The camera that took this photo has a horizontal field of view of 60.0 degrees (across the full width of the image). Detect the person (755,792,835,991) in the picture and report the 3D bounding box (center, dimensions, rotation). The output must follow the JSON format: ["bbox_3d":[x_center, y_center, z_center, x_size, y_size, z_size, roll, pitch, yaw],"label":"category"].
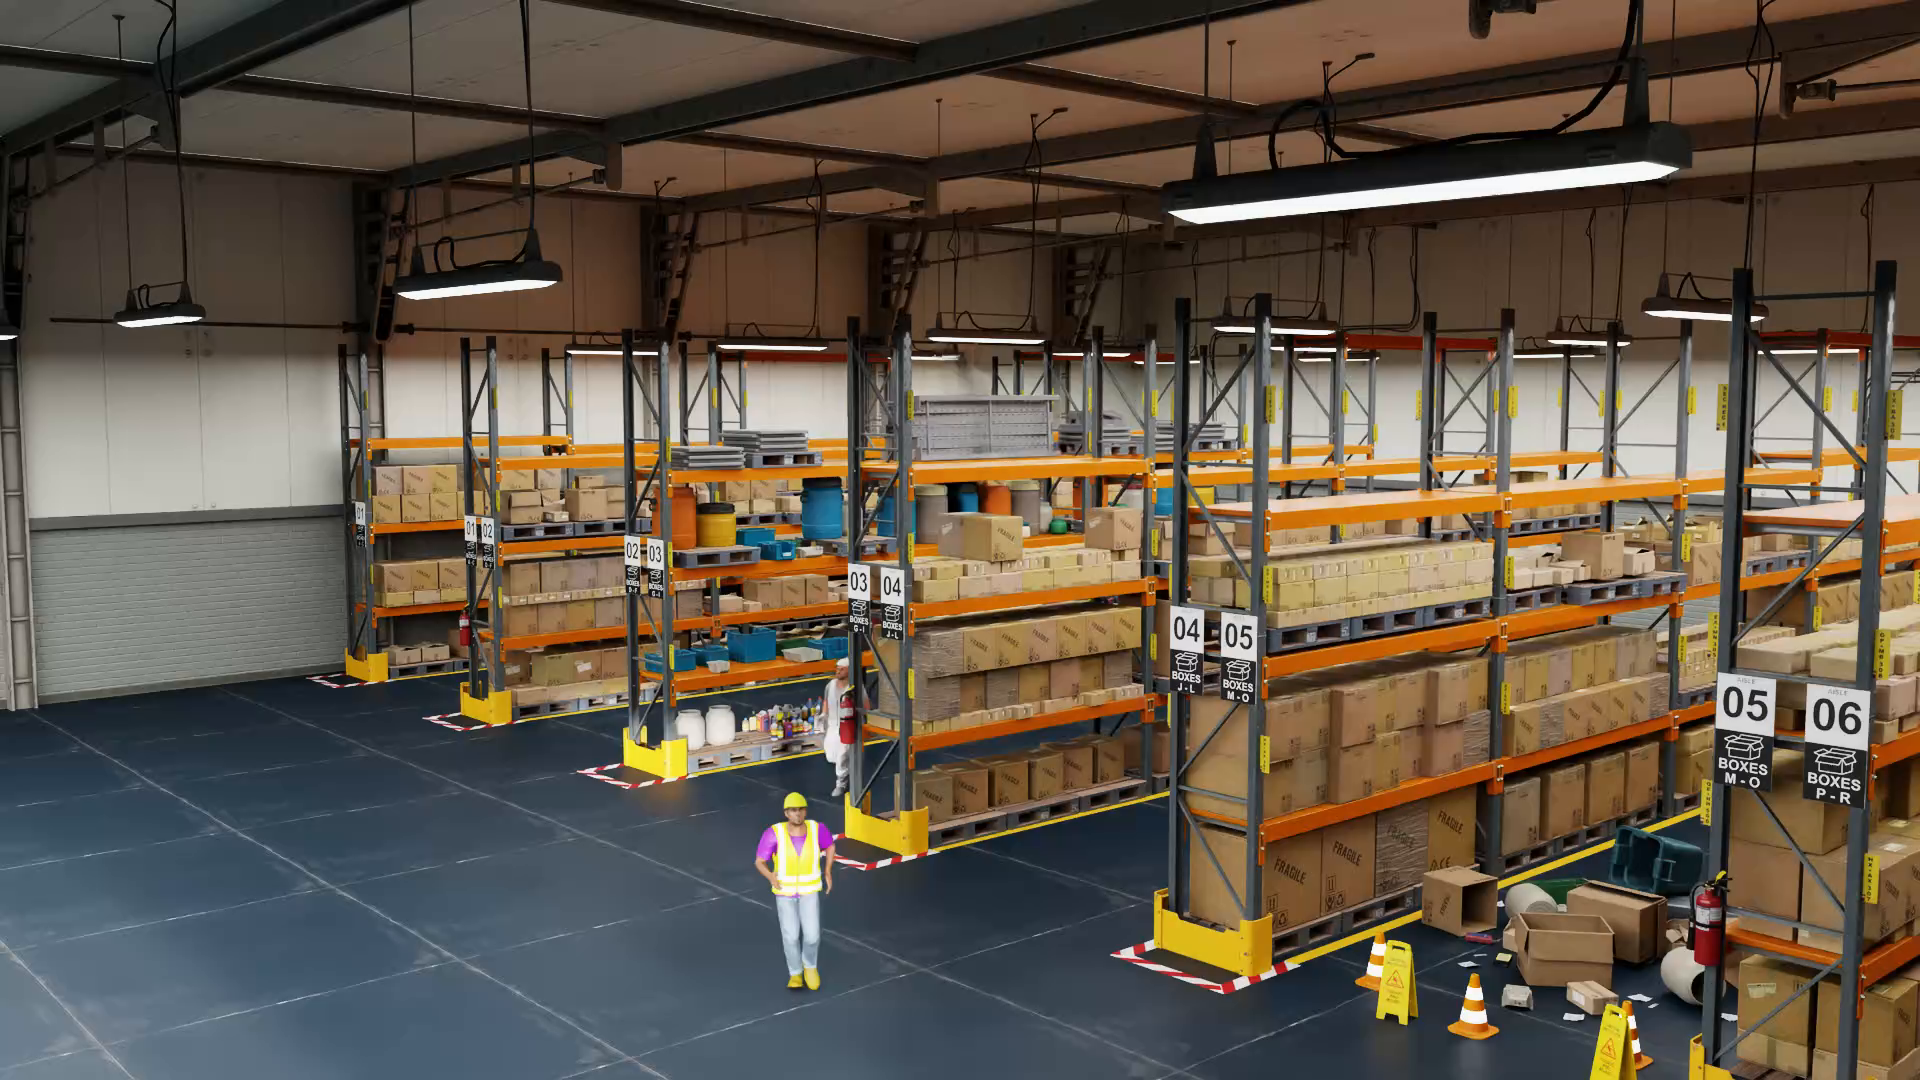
[{"bbox_3d":[-1.398,3.020,14.226,0.700,1.737,0.633,-1,5,-8],"label":"person"}]

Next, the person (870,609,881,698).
[{"bbox_3d":[-1.346,1.746,28.229,0.632,1.824,0.705,4,6,36],"label":"person"}]

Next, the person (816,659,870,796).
[{"bbox_3d":[-1.476,2.393,21.436,0.670,1.752,0.611,2,6,24],"label":"person"}]
